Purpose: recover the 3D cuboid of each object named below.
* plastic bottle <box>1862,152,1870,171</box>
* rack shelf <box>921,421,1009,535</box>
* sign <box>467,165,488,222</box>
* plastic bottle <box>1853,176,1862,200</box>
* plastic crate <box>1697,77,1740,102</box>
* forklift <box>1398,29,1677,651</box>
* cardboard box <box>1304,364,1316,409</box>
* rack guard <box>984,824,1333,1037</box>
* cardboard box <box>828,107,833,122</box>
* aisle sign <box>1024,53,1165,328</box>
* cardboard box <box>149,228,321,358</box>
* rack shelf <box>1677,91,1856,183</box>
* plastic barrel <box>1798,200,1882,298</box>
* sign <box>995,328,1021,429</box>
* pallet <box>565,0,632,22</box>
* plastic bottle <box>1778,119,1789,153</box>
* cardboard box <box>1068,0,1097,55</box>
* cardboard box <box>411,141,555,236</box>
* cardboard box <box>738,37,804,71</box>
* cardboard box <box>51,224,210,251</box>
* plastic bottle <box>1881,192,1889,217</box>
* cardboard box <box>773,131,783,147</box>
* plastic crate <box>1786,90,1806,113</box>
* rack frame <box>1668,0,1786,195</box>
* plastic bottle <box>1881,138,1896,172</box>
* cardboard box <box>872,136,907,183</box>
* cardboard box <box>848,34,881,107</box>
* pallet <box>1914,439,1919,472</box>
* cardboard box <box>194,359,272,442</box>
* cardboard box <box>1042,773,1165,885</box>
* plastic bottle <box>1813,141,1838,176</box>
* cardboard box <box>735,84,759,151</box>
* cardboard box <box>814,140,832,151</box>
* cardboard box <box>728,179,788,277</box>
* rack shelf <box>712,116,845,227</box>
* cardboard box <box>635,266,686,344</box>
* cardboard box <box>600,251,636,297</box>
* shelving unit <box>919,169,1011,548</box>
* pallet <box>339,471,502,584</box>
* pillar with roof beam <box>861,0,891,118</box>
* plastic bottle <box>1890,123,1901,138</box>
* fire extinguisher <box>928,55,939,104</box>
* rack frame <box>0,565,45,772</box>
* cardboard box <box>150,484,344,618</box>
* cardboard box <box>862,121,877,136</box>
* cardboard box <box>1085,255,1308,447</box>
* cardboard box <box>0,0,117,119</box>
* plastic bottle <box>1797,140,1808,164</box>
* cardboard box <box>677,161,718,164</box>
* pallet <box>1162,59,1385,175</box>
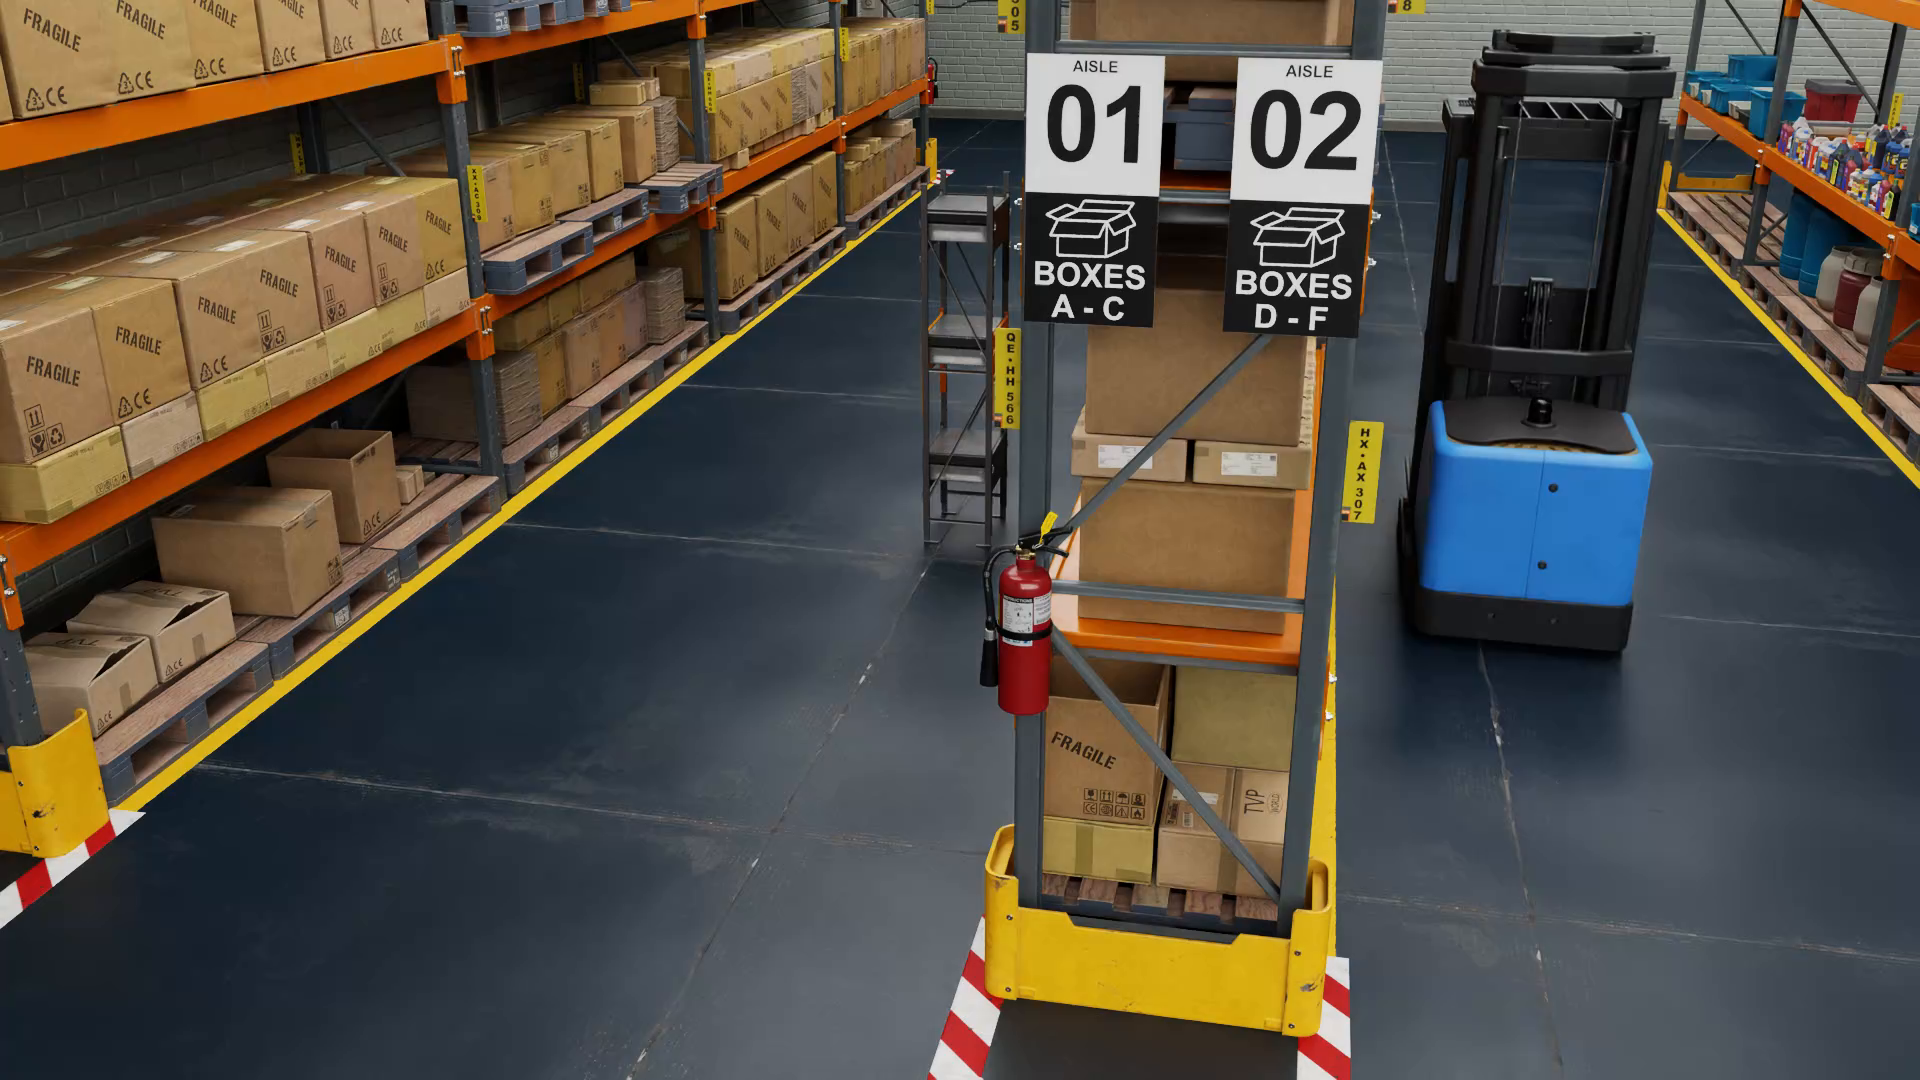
[{"bbox_3d":[7.246,-2.960,13.345,0.061,0.283,0.133,4,22,11],"label":"plastic bottle"},{"bbox_3d":[0.034,-0.373,9.878,0.431,0.518,0.480,4,22,11],"label":"rack shelf"},{"bbox_3d":[-2.813,-2.015,9.682,0.100,0.325,0.005,4,22,11],"label":"sign"},{"bbox_3d":[7.021,-2.751,12.935,0.097,0.201,0.097,0,22,0],"label":"plastic bottle"},{"bbox_3d":[8.294,-4.929,18.222,0.416,0.233,0.300,4,22,11],"label":"plastic crate"},{"bbox_3d":[3.151,-1.326,9.223,1.130,2.935,3.031,5,22,12],"label":"forklift"},{"bbox_3d":[1.136,-0.567,6.244,0.380,0.149,0.250,4,22,10],"label":"cardboard box"},{"bbox_3d":[0.683,1.356,5.818,1.175,0.500,0.348,4,22,11],"label":"rack guard"},{"bbox_3d":[-1.506,-4.325,16.887,0.380,0.149,0.250,5,22,11],"label":"cardboard box"},{"bbox_3d":[0.387,-1.017,4.883,0.394,0.787,0.004,4,22,11],"label":"aisle sign"},{"bbox_3d":[-3.455,-1.186,7.954,0.500,0.500,0.500,5,23,13],"label":"cardboard box"},{"bbox_3d":[8.393,-4.220,17.279,1.077,0.370,4.000,4,22,11],"label":"rack shelf"},{"bbox_3d":[7.713,-2.587,14.509,0.600,0.901,0.708,4,22,11],"label":"plastic barrel"},{"bbox_3d":[0.159,-0.506,5.228,0.100,0.325,0.005,4,22,11],"label":"sign"},{"bbox_3d":[-2.907,-3.553,10.897,1.213,0.211,1.003,4,22,11],"label":"pallet"},{"bbox_3d":[7.492,-3.667,15.098,0.061,0.283,0.133,4,22,11],"label":"plastic bottle"},{"bbox_3d":[0.665,-1.835,5.831,0.500,0.250,0.500,4,22,11],"label":"cardboard box"},{"bbox_3d":[-3.088,-2.289,10.800,0.700,0.500,0.500,7,23,16],"label":"cardboard box"},{"bbox_3d":[-1.777,-4.556,15.588,0.500,0.250,0.500,5,22,12],"label":"cardboard box"},{"bbox_3d":[-3.958,-1.222,8.042,0.500,0.500,0.500,5,22,12],"label":"cardboard box"},{"bbox_3d":[6.875,-2.488,12.283,0.097,0.201,0.097,0,22,0],"label":"plastic bottle"},{"bbox_3d":[-1.873,-3.767,15.502,0.380,0.149,0.250,5,23,13],"label":"cardboard box"},{"bbox_3d":[8.477,-4.339,16.692,0.437,0.282,0.530,4,22,11],"label":"plastic crate"},{"bbox_3d":[8.801,-5.285,18.961,1.000,3.000,0.127,4,22,11],"label":"rack frame"},{"bbox_3d":[7.917,-3.278,14.151,0.097,0.271,0.097,0,22,0],"label":"plastic bottle"},{"bbox_3d":[-1.045,-4.629,20.116,0.700,0.500,0.500,4,22,11],"label":"cardboard box"},{"bbox_3d":[-1.433,-5.180,18.299,0.980,0.700,0.700,4,22,10],"label":"cardboard box"},{"bbox_3d":[6.721,-0.341,10.417,1.003,0.211,1.213,4,22,11],"label":"pallet"},{"bbox_3d":[-3.550,-0.660,7.650,0.500,0.250,0.500,4,22,10],"label":"cardboard box"},{"bbox_3d":[0.508,1.049,6.351,0.500,0.250,0.500,4,22,11],"label":"cardboard box"},{"bbox_3d":[7.281,-3.201,13.952,0.152,0.276,0.135,4,22,11],"label":"plastic bottle"},{"bbox_3d":[-2.064,-3.657,14.360,0.500,0.500,0.500,5,23,13],"label":"cardboard box"},{"bbox_3d":[-1.526,-4.431,18.755,0.380,0.149,0.250,4,22,9],"label":"cardboard box"},{"bbox_3d":[-2.067,-2.891,15.332,0.750,0.750,0.750,4,22,11],"label":"cardboard box"},{"bbox_3d":[-2.122,-3.512,15.522,1.077,0.370,4.000,4,22,11],"label":"rack shelf"},{"bbox_3d":[-2.626,-1.892,13.293,0.700,0.500,0.500,5,22,12],"label":"cardboard box"},{"bbox_3d":[-2.804,-2.036,12.647,0.500,0.250,0.500,5,22,12],"label":"cardboard box"},{"bbox_3d":[0.034,-1.035,9.612,0.431,2.100,0.503,4,22,11],"label":"shelving unit"},{"bbox_3d":[-3.449,-0.110,9.844,1.003,0.211,1.213,4,22,11],"label":"pallet"},{"bbox_3d":[3.021,-9.548,21.516,9.100,9.000,0.400,4,22,11],"label":"pillar with roof beam"},{"bbox_3d":[8.118,-3.438,14.441,0.144,0.351,0.185,4,22,11],"label":"plastic bottle"},{"bbox_3d":[-0.415,-5.851,20.970,0.296,0.674,0.183,4,22,11],"label":"fire extinguisher"},{"bbox_3d":[-4.162,-0.189,6.307,1.000,3.000,0.127,4,22,11],"label":"rack frame"},{"bbox_3d":[-3.618,0.047,8.478,0.700,0.500,0.500,3,22,8],"label":"cardboard box"},{"bbox_3d":[-1.215,-4.989,20.140,0.380,0.149,0.250,5,22,11],"label":"cardboard box"},{"bbox_3d":[0.806,-0.650,5.581,0.700,0.500,0.500,5,22,11],"label":"cardboard box"},{"bbox_3d":[-3.705,-1.933,6.462,0.500,0.500,0.500,6,23,14],"label":"cardboard box"},{"bbox_3d":[7.372,-3.380,14.497,0.097,0.201,0.097,0,22,0],"label":"plastic bottle"},{"bbox_3d":[-2.236,-3.110,13.870,0.380,0.149,0.250,4,22,10],"label":"cardboard box"},{"bbox_3d":[0.857,-1.420,5.466,1.003,0.211,1.213,4,22,11],"label":"pallet"}]
